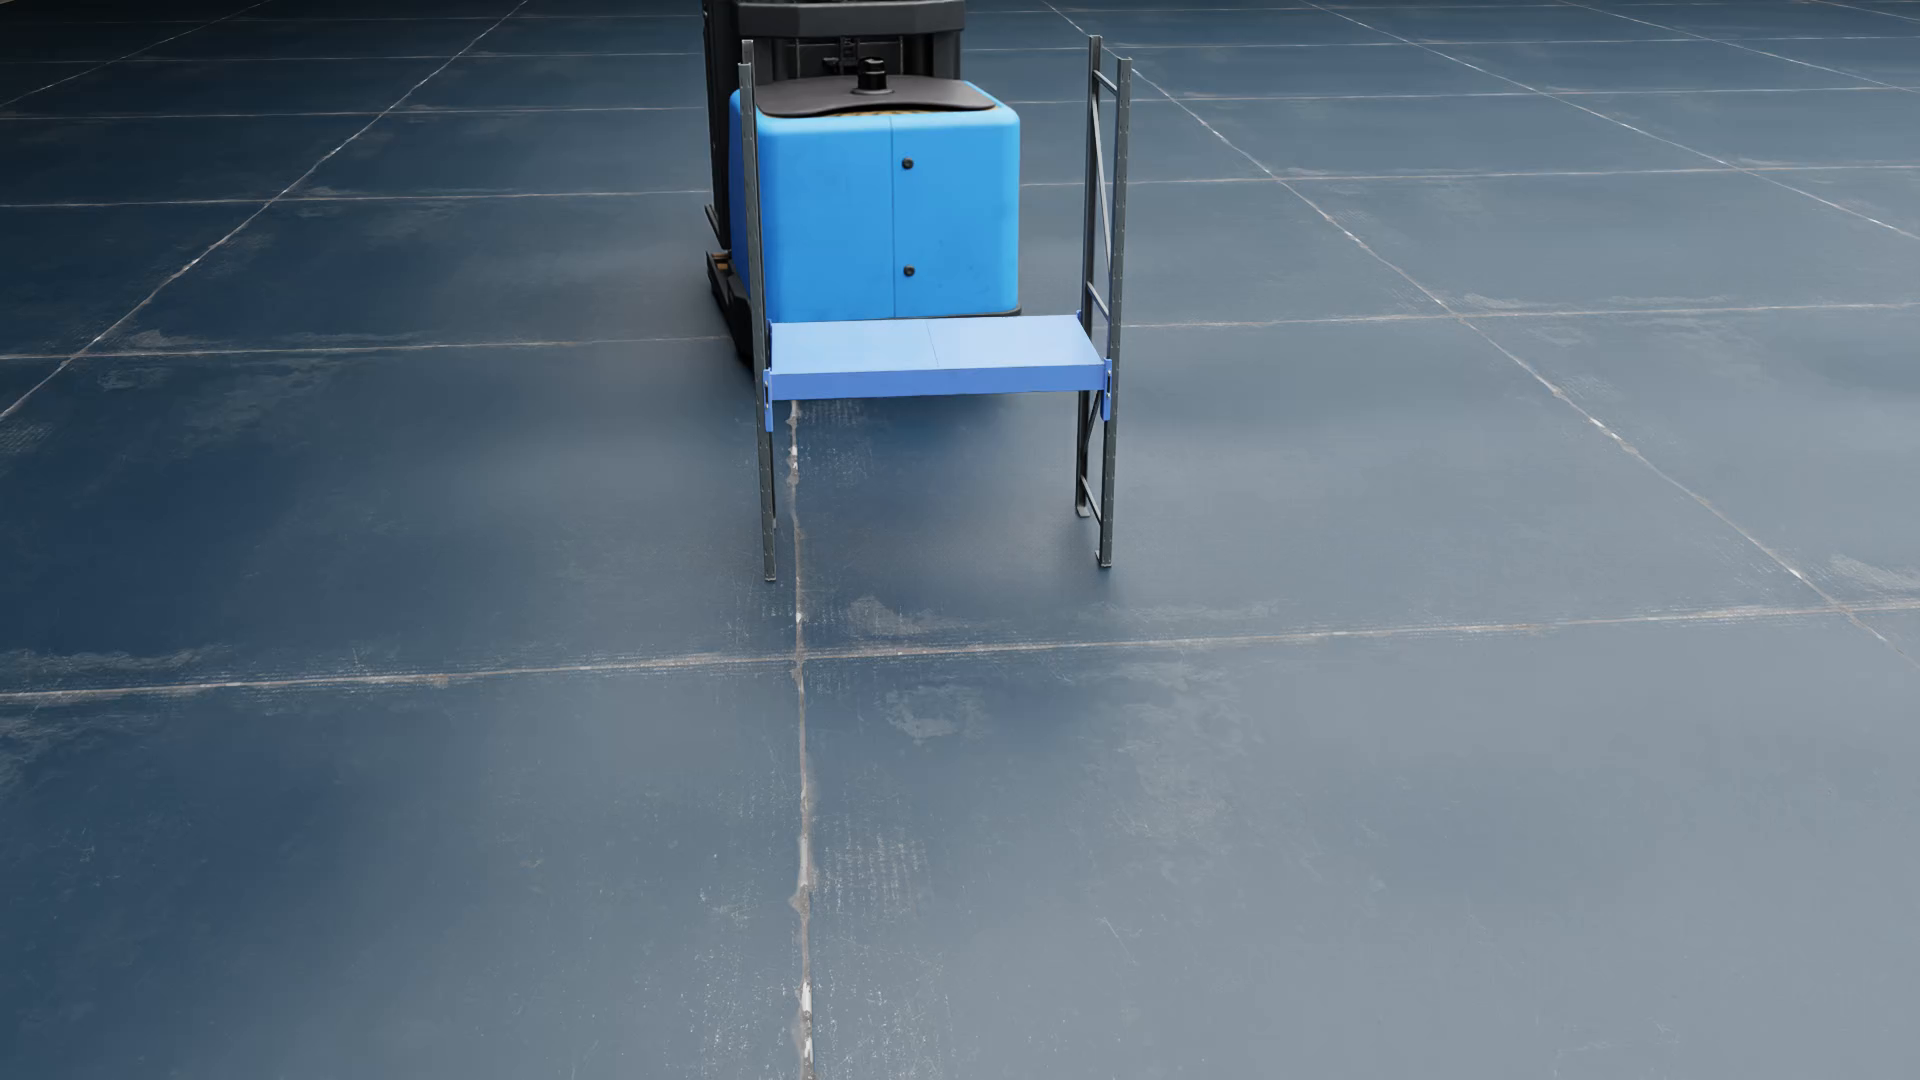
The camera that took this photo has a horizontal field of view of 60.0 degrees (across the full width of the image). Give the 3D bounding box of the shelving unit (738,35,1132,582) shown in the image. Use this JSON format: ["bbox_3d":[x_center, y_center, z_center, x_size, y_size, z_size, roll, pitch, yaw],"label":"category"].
[{"bbox_3d":[-0.085,-0.682,4.938,1.048,1.500,0.538,-2,24,-5],"label":"shelving unit"}]

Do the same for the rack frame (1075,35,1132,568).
[{"bbox_3d":[0.421,-0.702,4.983,0.032,1.500,0.500,-2,24,-5],"label":"rack frame"}]

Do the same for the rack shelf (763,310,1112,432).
[{"bbox_3d":[-0.085,-0.518,5.011,1.000,0.185,0.538,-2,24,-5],"label":"rack shelf"}]

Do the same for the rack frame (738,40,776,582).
[{"bbox_3d":[-0.591,-0.662,4.892,0.032,1.500,0.500,-2,24,-5],"label":"rack frame"}]

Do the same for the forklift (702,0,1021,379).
[{"bbox_3d":[-0.594,-2.498,7.261,1.130,2.935,3.031,-5,25,-12],"label":"forklift"}]
